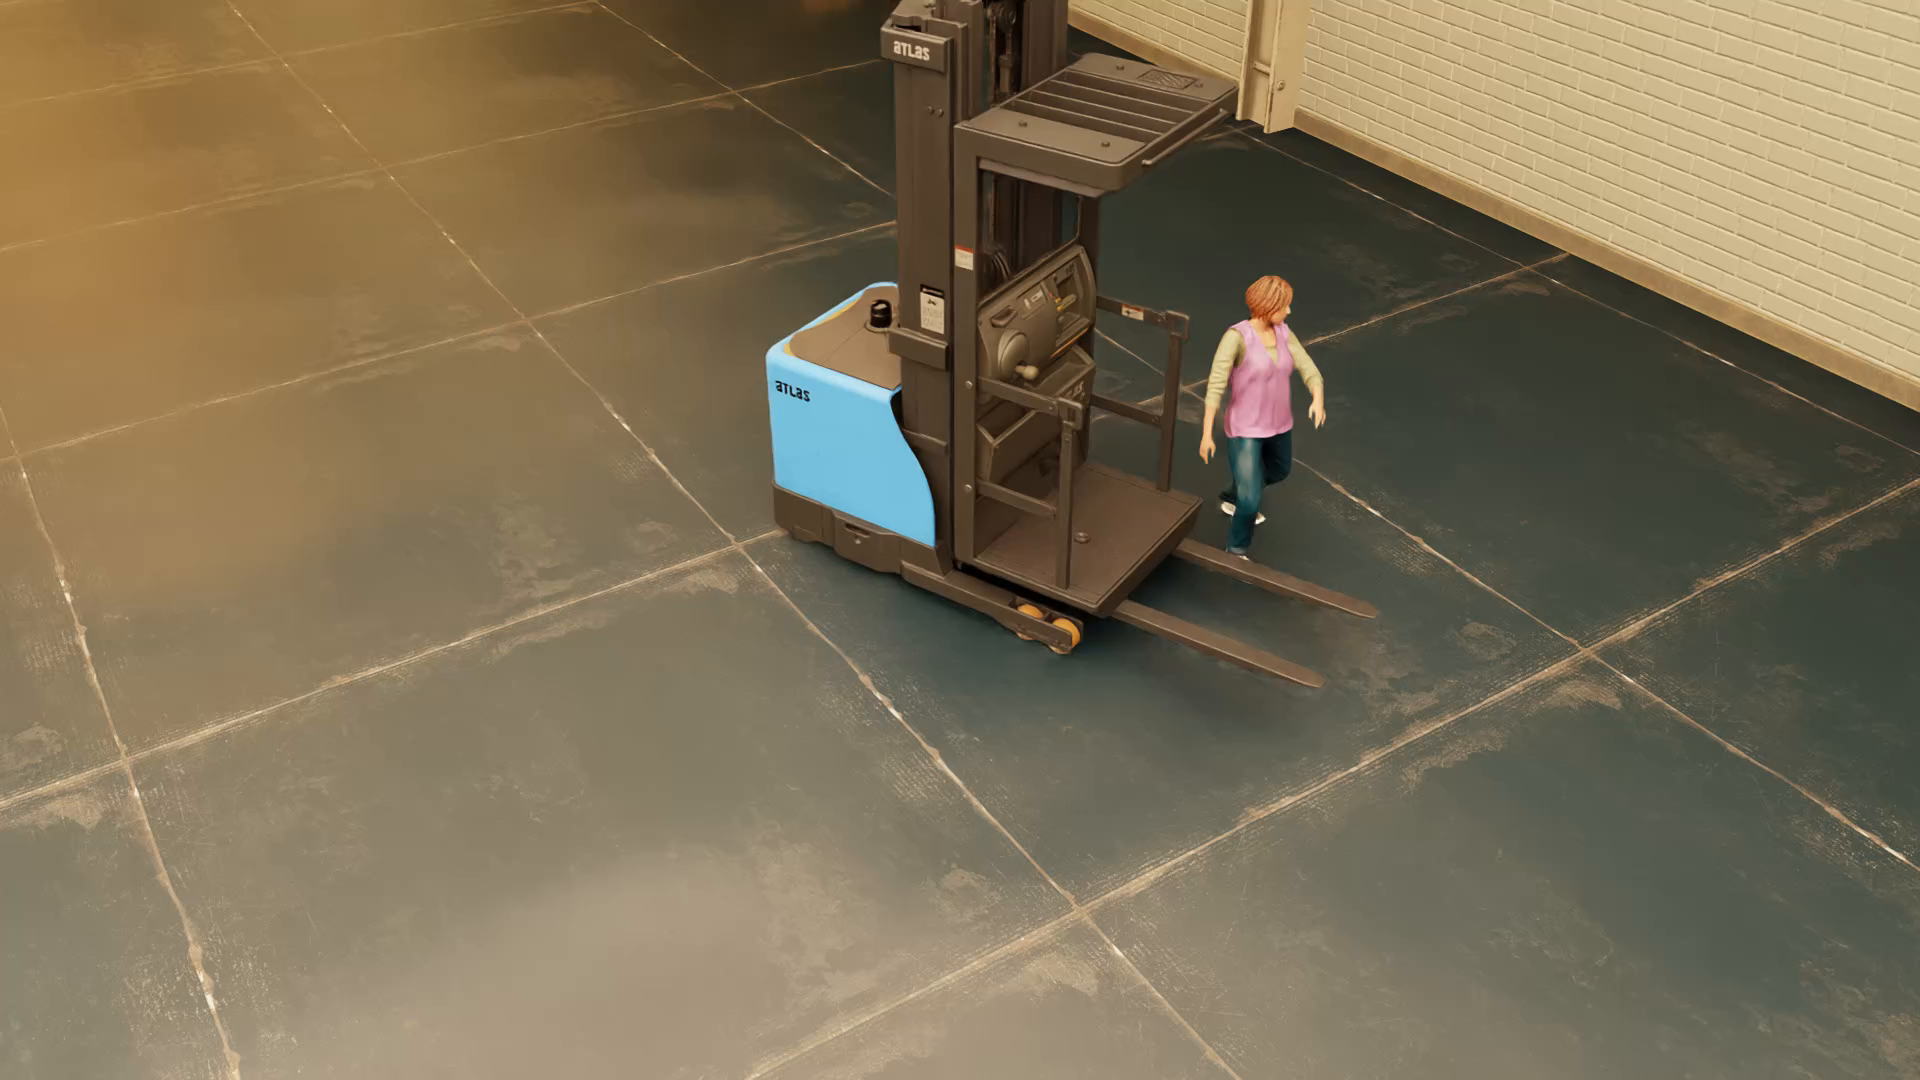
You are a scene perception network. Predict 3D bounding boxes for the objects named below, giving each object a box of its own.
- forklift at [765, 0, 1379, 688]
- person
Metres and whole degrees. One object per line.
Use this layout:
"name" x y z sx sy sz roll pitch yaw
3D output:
"forklift" 0.532 -1.007 7.580 3.031 2.935 1.130 21 40 27
"person" 1.444 -0.515 8.154 0.677 1.483 0.744 -26 43 -32
